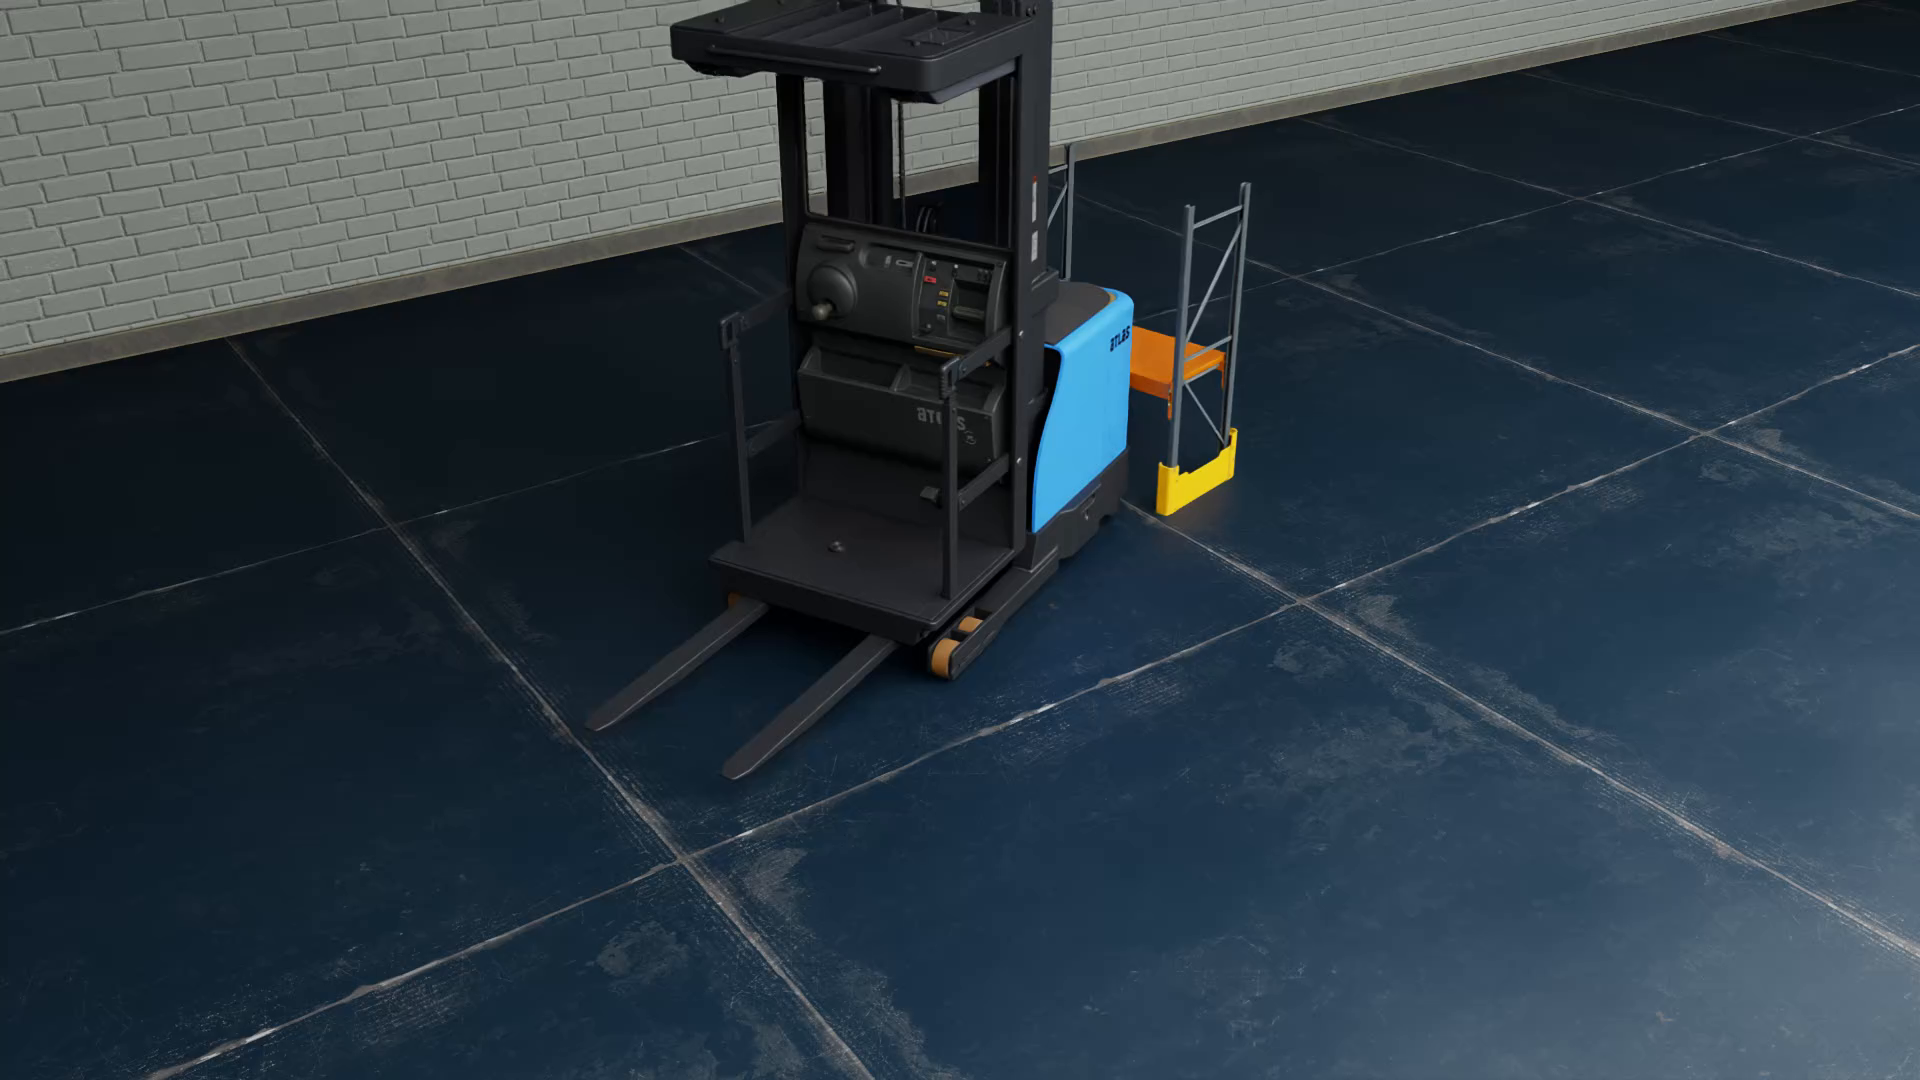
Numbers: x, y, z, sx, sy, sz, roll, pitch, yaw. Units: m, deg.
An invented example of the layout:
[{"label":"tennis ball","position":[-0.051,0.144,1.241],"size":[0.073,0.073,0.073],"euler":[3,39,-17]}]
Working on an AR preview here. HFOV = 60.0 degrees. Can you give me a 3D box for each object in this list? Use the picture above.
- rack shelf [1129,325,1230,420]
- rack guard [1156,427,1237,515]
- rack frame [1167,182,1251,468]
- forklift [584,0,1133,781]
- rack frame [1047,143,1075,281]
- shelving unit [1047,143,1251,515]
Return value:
[{"label":"rack shelf","position":[0.775,-0.893,8.200],"size":[1.000,0.185,0.538],"euler":[23,36,35]},{"label":"rack guard","position":[1.157,-0.343,8.119],"size":[0.087,0.250,0.587],"euler":[23,36,35]},{"label":"rack frame","position":[1.158,-0.892,7.820],"size":[0.032,1.500,0.500],"euler":[23,36,35]},{"label":"forklift","position":[-0.346,-0.971,6.467],"size":[1.130,2.935,3.031],"euler":[15,32,25]},{"label":"rack frame","position":[0.392,-1.211,8.408],"size":[0.032,1.500,0.500],"euler":[23,36,35]},{"label":"shelving unit","position":[0.782,-1.048,8.109],"size":[1.083,1.500,0.587],"euler":[23,36,35]}]
